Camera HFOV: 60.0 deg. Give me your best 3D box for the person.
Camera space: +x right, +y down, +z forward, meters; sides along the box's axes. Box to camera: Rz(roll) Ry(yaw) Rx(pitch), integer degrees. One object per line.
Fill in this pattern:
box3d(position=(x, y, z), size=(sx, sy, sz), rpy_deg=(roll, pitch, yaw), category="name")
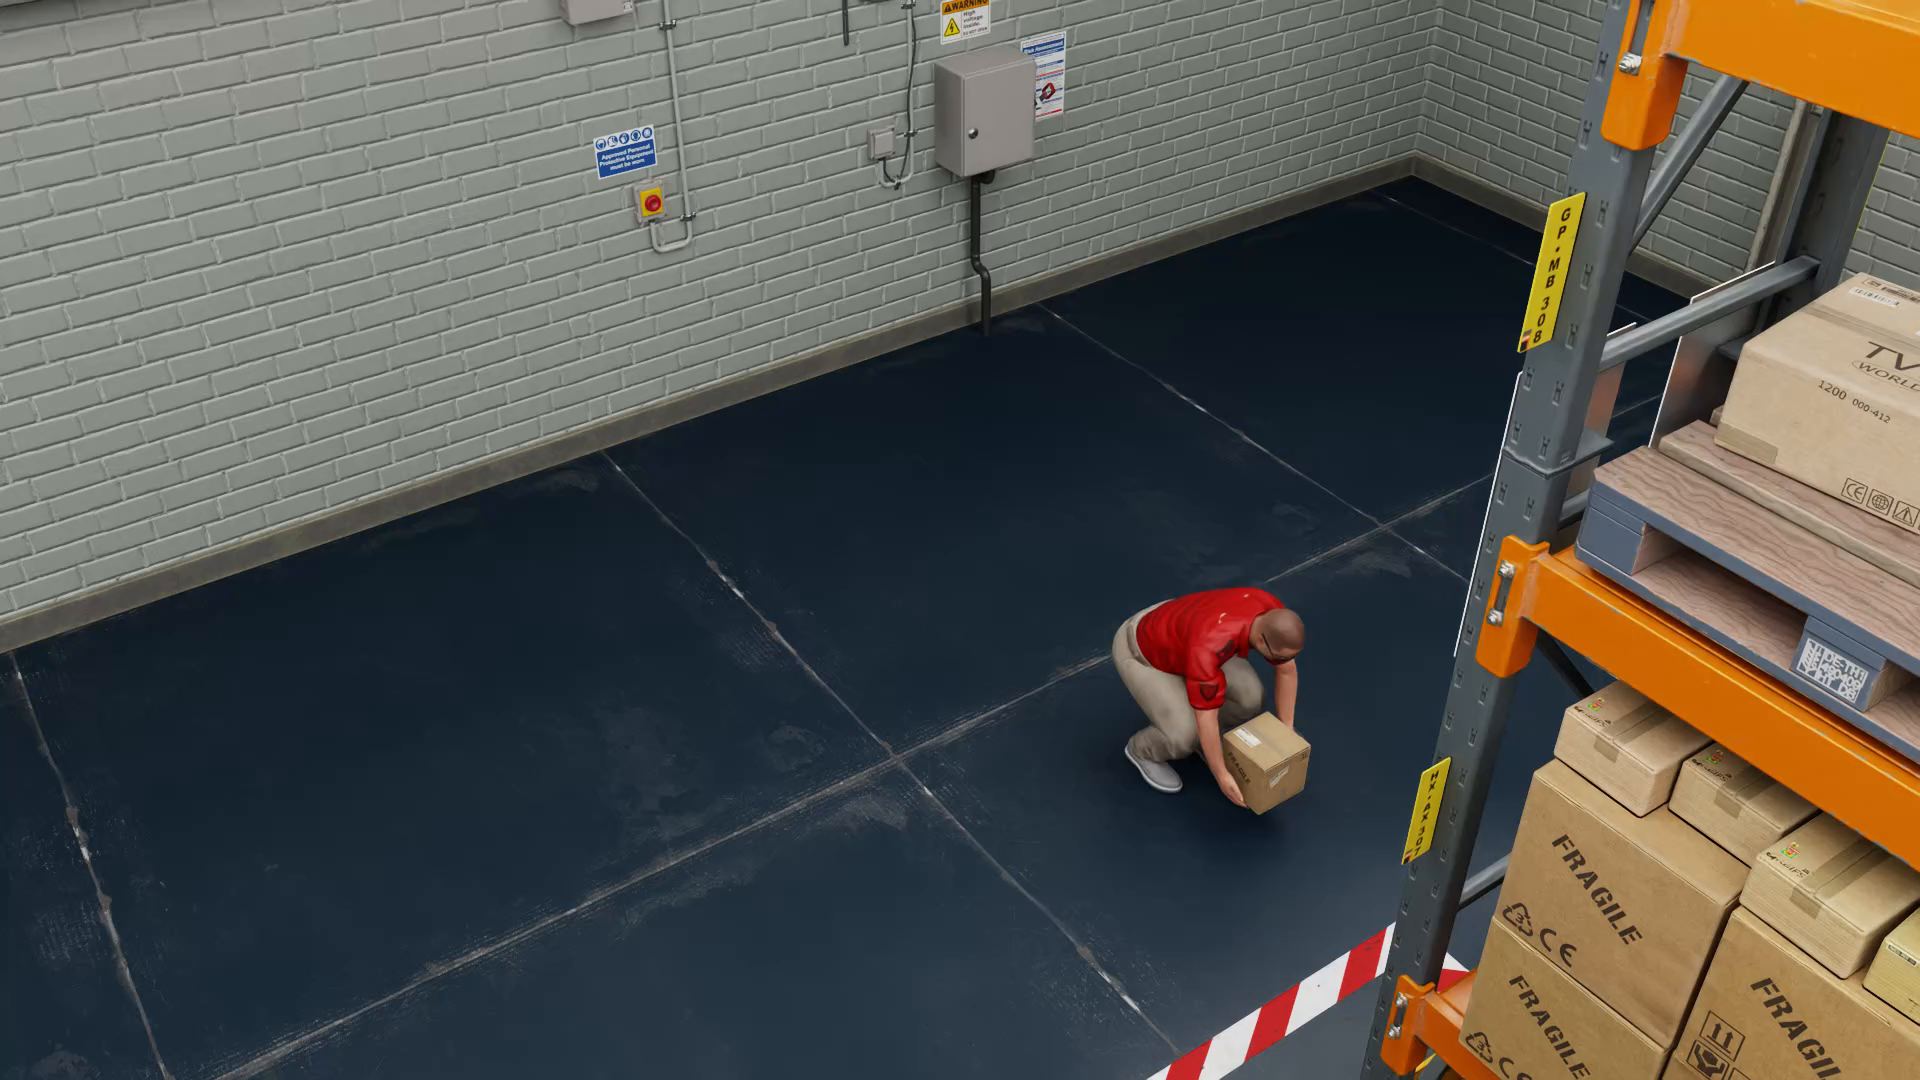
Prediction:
box3d(position=(1.034, 0.564, 6.827), size=(0.573, 1.046, 0.856), rpy_deg=(-23, 42, -28), category="person")
